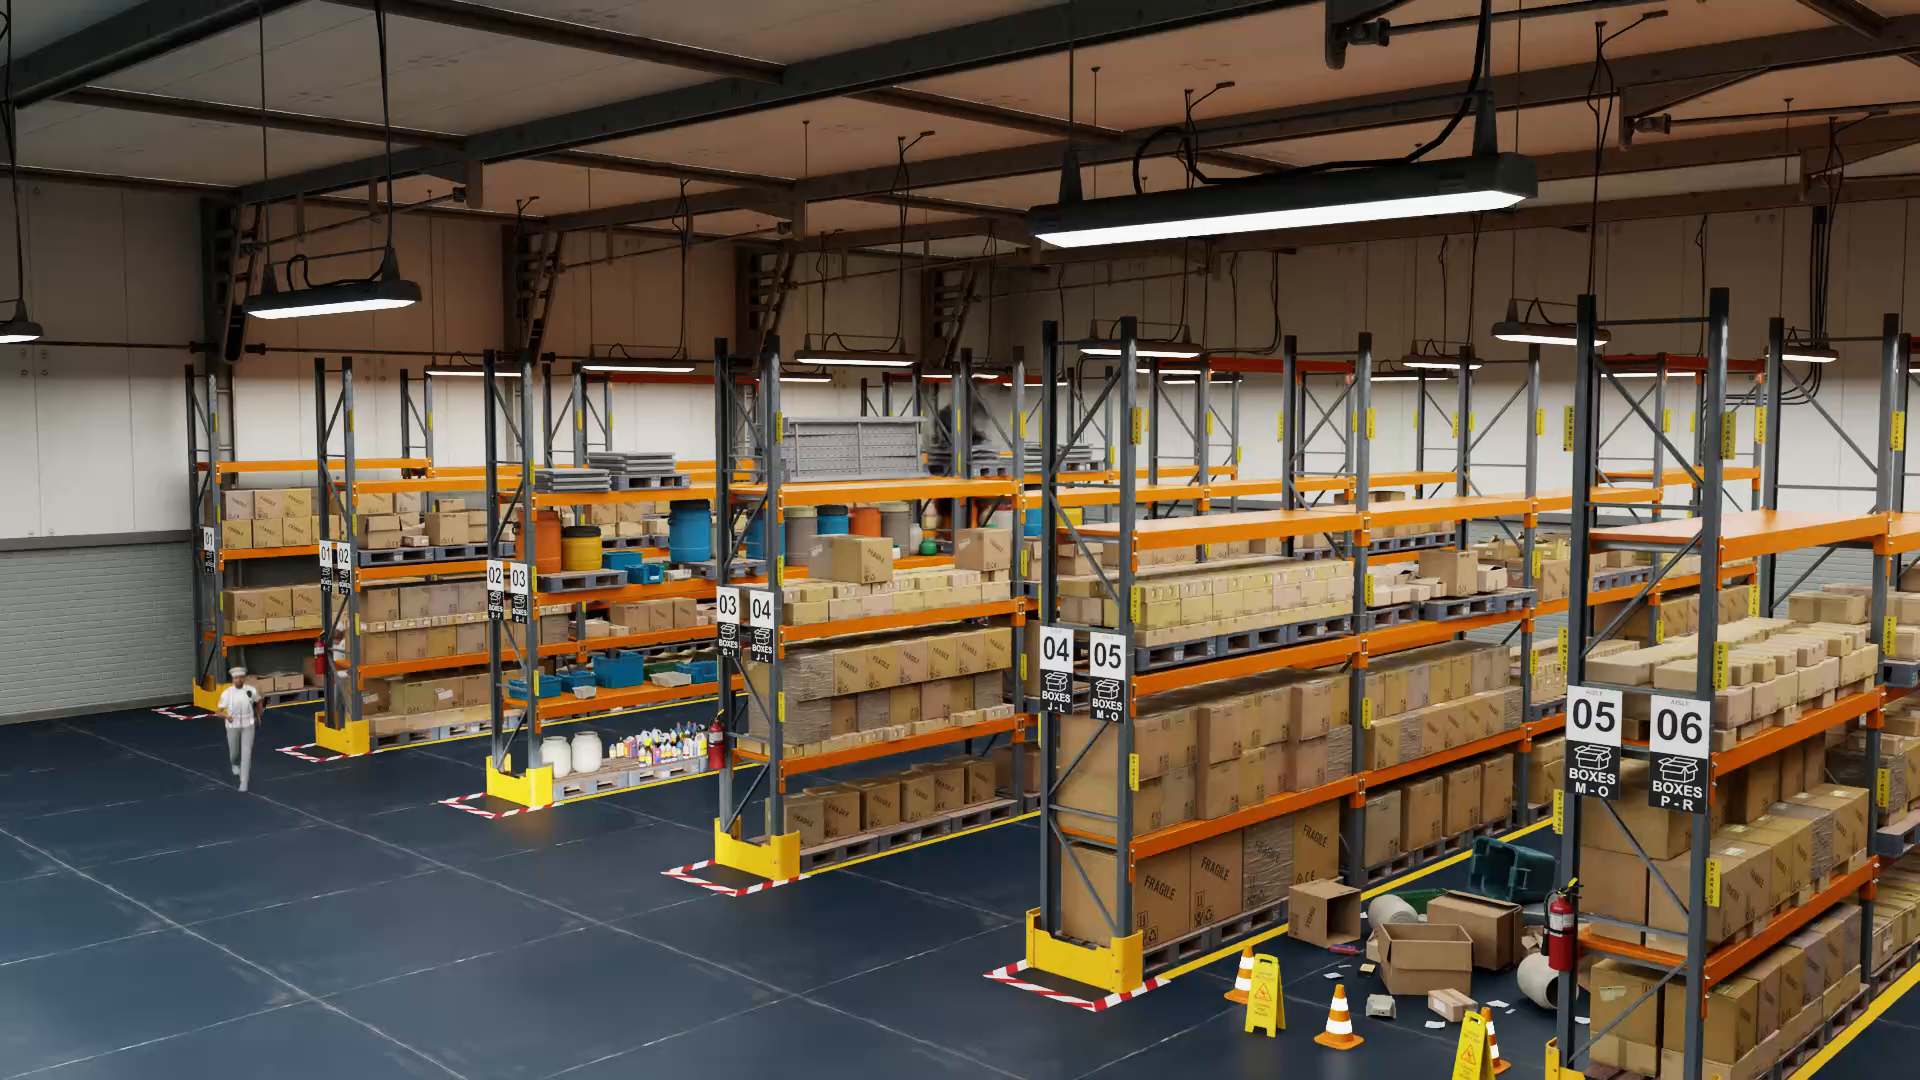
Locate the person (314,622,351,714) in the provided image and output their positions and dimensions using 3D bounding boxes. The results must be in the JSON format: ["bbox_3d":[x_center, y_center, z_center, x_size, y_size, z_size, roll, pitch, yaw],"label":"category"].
[{"bbox_3d":[-10.058,2.215,26.993,0.683,1.772,0.963,3,5,35],"label":"person"}]

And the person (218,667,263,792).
[{"bbox_3d":[-9.897,2.568,22.904,0.590,1.676,0.879,-2,5,-27],"label":"person"}]
